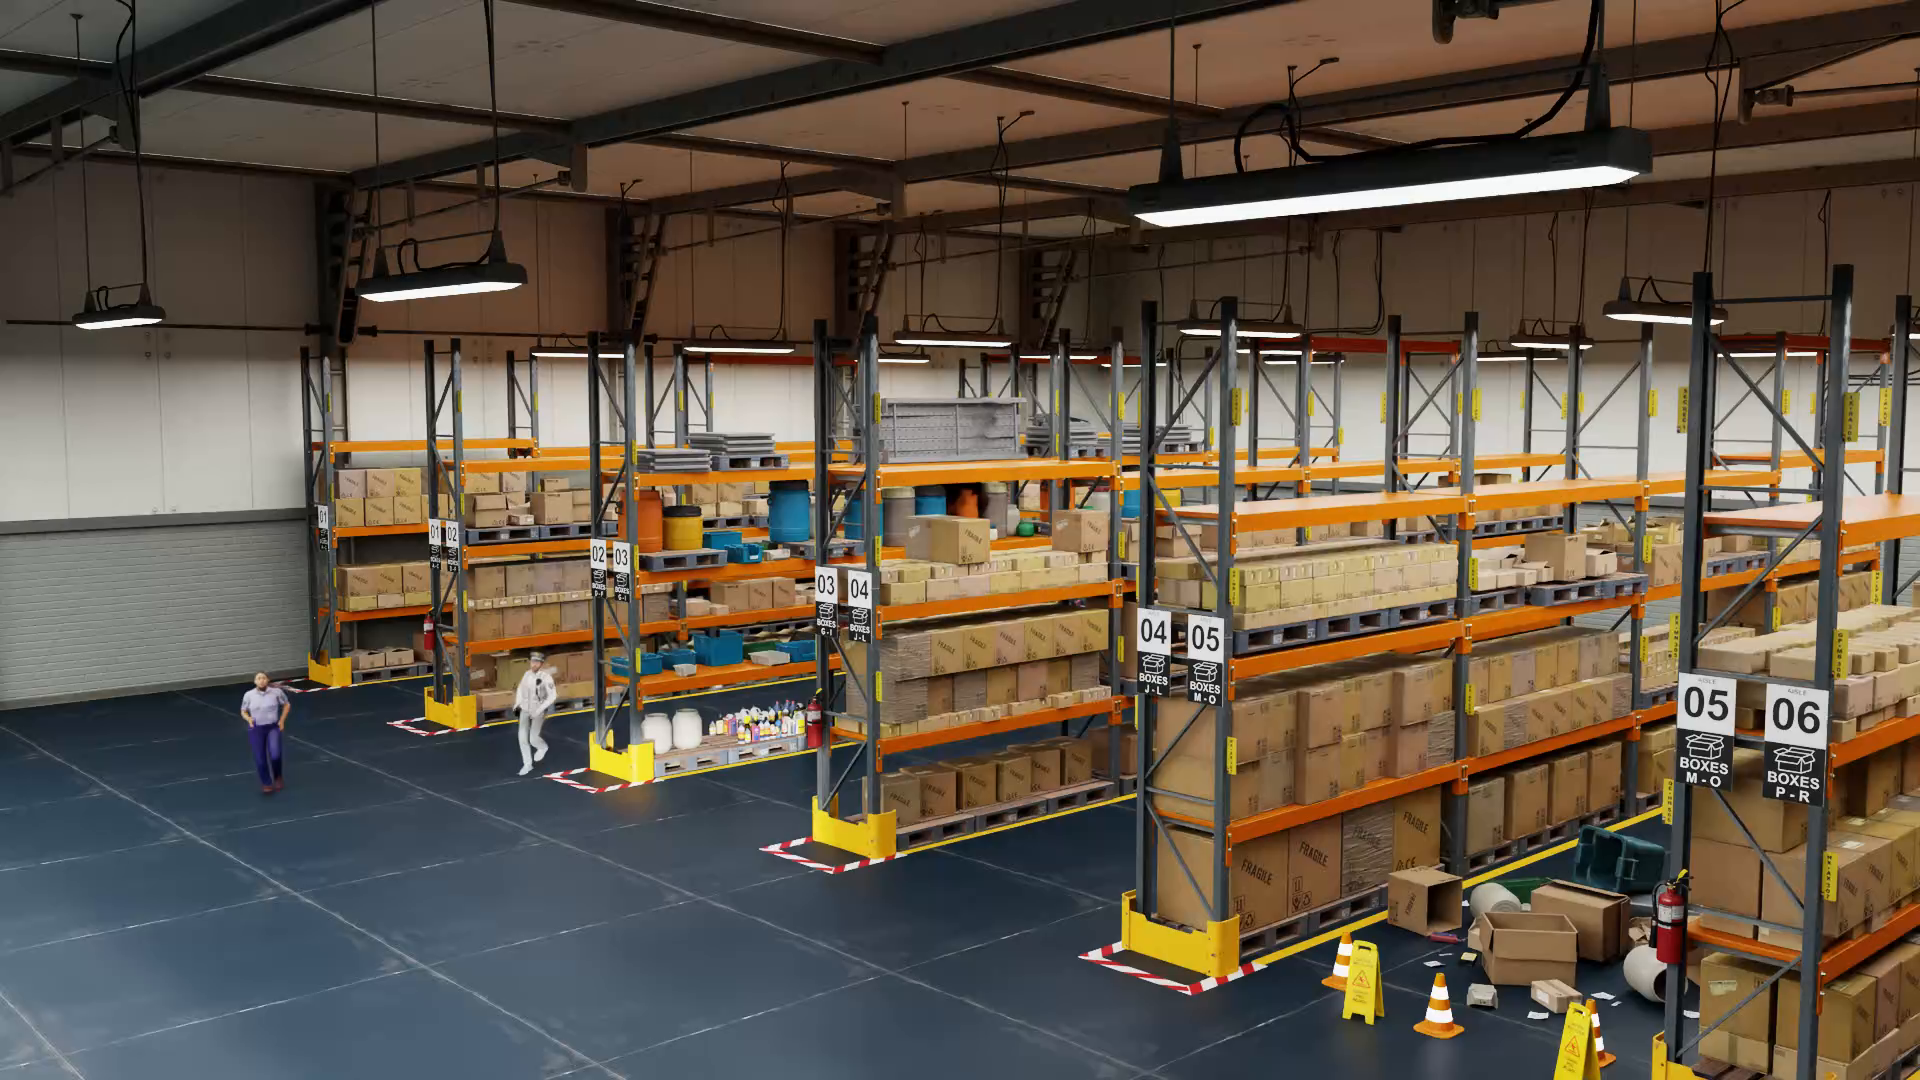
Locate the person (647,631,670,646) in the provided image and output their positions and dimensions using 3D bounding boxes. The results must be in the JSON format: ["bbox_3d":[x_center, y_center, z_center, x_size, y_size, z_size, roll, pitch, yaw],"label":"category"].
[{"bbox_3d":[-5.506,1.652,30.679,0.799,1.713,0.553,-4,7,-40],"label":"person"}]

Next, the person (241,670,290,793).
[{"bbox_3d":[-8.931,2.475,21.389,0.579,1.604,0.575,-2,5,-19],"label":"person"}]

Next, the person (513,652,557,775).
[{"bbox_3d":[-5.802,2.347,22.807,0.641,1.674,0.635,1,5,14],"label":"person"}]
